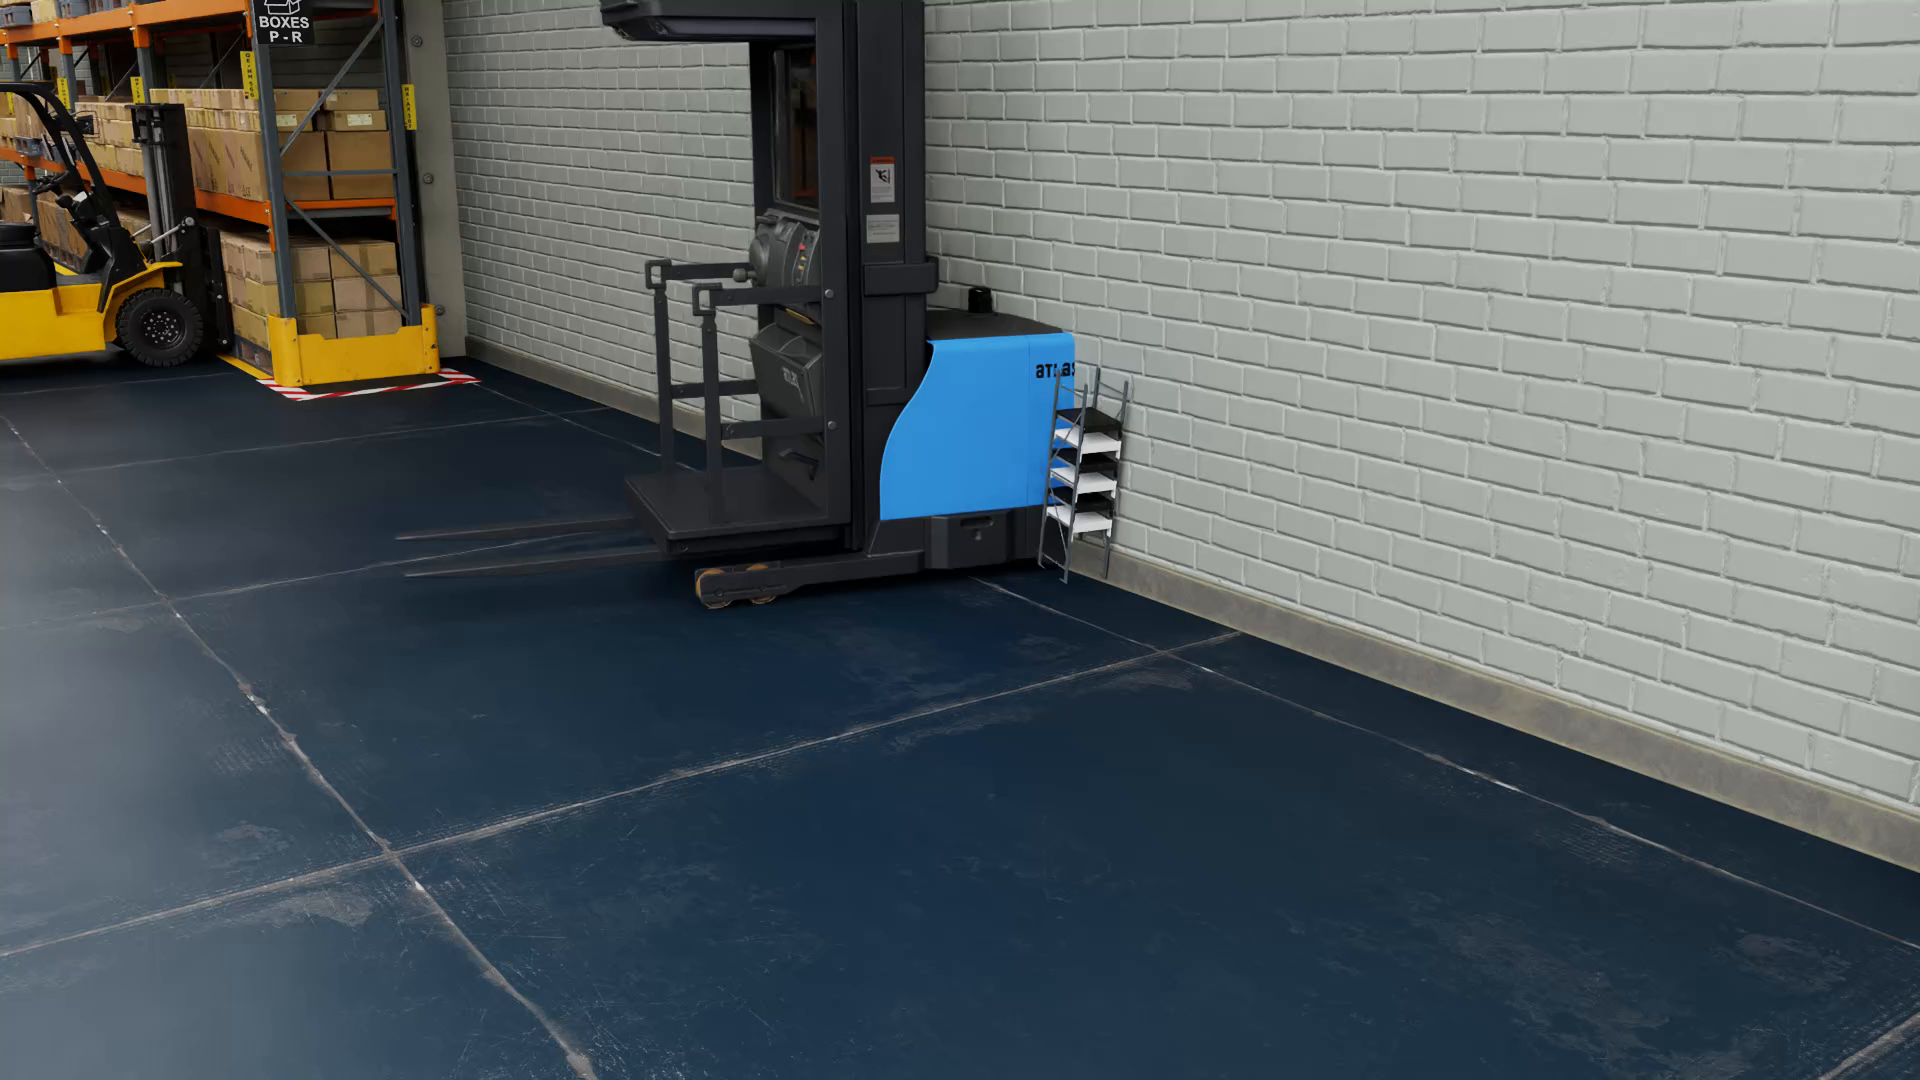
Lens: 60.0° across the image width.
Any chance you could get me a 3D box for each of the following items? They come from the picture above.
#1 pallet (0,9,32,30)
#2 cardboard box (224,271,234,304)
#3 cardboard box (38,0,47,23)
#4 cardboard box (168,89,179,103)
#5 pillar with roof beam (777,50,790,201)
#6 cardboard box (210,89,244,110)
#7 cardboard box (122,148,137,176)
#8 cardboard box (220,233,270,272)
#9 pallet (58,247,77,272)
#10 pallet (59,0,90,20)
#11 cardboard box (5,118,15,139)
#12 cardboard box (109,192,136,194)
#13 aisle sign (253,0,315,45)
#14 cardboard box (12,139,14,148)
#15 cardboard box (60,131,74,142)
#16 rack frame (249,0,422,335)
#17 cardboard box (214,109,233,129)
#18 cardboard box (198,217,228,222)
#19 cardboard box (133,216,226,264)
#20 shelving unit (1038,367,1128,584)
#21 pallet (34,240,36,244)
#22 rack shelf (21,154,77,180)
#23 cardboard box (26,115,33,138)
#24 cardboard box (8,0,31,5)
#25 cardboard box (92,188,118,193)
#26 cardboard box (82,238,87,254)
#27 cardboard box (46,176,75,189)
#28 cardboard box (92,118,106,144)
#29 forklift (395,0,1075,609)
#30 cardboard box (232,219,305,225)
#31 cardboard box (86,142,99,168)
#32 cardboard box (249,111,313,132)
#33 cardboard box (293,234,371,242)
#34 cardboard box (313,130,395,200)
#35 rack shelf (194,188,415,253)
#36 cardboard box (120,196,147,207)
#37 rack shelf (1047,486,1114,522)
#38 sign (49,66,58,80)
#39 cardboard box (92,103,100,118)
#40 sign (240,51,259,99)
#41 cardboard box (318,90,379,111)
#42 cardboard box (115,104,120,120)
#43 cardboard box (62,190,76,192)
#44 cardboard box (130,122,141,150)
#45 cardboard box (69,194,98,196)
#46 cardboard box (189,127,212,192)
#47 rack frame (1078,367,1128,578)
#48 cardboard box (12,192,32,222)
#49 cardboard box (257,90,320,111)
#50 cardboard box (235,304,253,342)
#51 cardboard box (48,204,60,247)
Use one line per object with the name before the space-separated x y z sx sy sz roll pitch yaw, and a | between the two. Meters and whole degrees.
pallet | -11.299 -6.461 20.674 1.213 0.211 1.003 -11 19 -35
cardboard box | -5.716 -2.081 13.463 0.500 0.250 0.500 -11 19 -36
cardboard box | -10.068 -5.954 18.751 0.500 0.250 0.500 -11 19 -34
cardboard box | -6.522 -3.771 14.191 0.380 0.149 0.250 -10 18 -33
pillar with roof beam | -4.205 -3.925 5.371 9.100 9.000 0.400 -11 19 -35
cardboard box | -5.626 -3.443 12.993 0.380 0.149 0.250 -10 18 -33
cardboard box | -7.730 -3.648 16.006 0.500 0.250 0.500 -11 19 -35
cardboard box | -5.703 -2.315 13.372 0.500 0.250 0.500 -11 19 -34
pallet | -10.395 -3.481 20.396 1.003 0.211 1.213 -11 19 -35
pallet | -8.803 -5.625 17.623 1.213 0.211 1.003 -10 18 -32
cardboard box | -12.429 -5.502 22.215 0.500 0.250 0.500 -11 19 -34
cardboard box | -10.256 -4.202 20.458 0.380 0.149 0.250 -12 19 -37
aisle sign | -4.769 -3.887 11.670 0.394 0.787 0.004 -11 19 -35
cardboard box | -12.493 -5.327 22.332 0.380 0.149 0.250 -10 18 -33
cardboard box | -9.970 -4.563 18.745 0.380 0.149 0.250 -10 18 -34
rack frame | -4.570 -2.692 12.231 1.000 3.000 0.127 -11 19 -35
cardboard box | -5.610 -3.303 13.045 0.380 0.149 0.250 -12 19 -36
cardboard box | -6.891 -2.753 14.972 0.500 0.250 0.500 -11 19 -35
cardboard box | -7.688 -2.880 16.620 0.875 0.625 0.625 -11 19 -35
shelving unit | 0.530 -0.281 7.242 0.210 0.900 0.258 -7 24 -28
pallet | -12.029 -4.057 22.498 1.003 0.211 1.213 -11 19 -35
rack shelf | -10.450 -4.481 20.128 1.077 0.370 4.000 -11 19 -35
cardboard box | -11.119 -5.036 20.254 0.396 0.266 0.258 -10 18 -32
cardboard box | -11.169 -6.488 19.908 0.380 0.149 0.250 -11 19 -35
cardboard box | -10.867 -4.425 21.272 0.380 0.149 0.250 -11 19 -34
cardboard box | -9.696 -3.455 18.955 0.500 0.500 0.500 -10 18 -33
cardboard box | -11.438 -4.542 21.137 0.380 0.149 0.250 -12 19 -37
cardboard box | -8.624 -4.215 17.132 0.500 0.250 0.500 -11 19 -36
forklift | -0.950 -1.281 7.203 3.031 2.935 1.130 -6 16 -20
cardboard box | -6.166 -2.724 14.866 0.500 0.250 0.500 -11 19 -35
cardboard box | -8.919 -4.088 17.612 0.500 0.250 0.500 -11 19 -36
cardboard box | -5.001 -3.084 12.244 0.380 0.149 0.250 -11 19 -34
cardboard box | -4.996 -2.289 13.277 0.500 0.250 0.500 -11 19 -34
cardboard box | -4.637 -2.890 12.762 0.500 0.500 0.500 -10 18 -33
rack shelf | -5.746 -2.772 13.887 1.077 0.370 4.000 -11 19 -35
cardboard box | -9.674 -3.972 19.616 0.380 0.149 0.250 -11 19 -34
rack shelf | 0.521 -0.166 7.286 0.200 0.077 0.258 -7 24 -28
sign | -13.517 -6.902 24.819 0.100 0.325 0.005 -11 19 -35
cardboard box | -8.831 -4.486 17.368 0.380 0.149 0.250 -11 19 -34
sign | -5.017 -3.284 11.750 0.100 0.325 0.005 -11 19 -35
cardboard box | -4.595 -3.302 12.476 0.380 0.149 0.250 -11 19 -36
cardboard box | -8.078 -4.214 16.374 0.380 0.149 0.250 -11 19 -34
cardboard box | -11.072 -4.290 20.779 0.380 0.149 0.250 -11 19 -35
cardboard box | -7.417 -3.781 15.544 0.500 0.250 0.500 -11 19 -36
cardboard box | -10.526 -4.064 19.954 0.380 0.149 0.250 -12 19 -37
cardboard box | -5.975 -3.132 13.649 0.500 0.500 0.500 -11 19 -34
rack frame | 0.619 -0.292 7.290 0.006 0.900 0.240 -7 24 -28
cardboard box | -12.613 -4.550 22.959 0.700 0.500 0.500 -12 19 -37
cardboard box | -4.951 -3.241 12.253 0.380 0.149 0.250 -11 19 -34
cardboard box | -5.387 -1.728 13.119 0.500 0.250 0.500 -11 19 -35
cardboard box | -10.912 -3.894 20.561 0.500 0.500 0.500 -12 19 -36
